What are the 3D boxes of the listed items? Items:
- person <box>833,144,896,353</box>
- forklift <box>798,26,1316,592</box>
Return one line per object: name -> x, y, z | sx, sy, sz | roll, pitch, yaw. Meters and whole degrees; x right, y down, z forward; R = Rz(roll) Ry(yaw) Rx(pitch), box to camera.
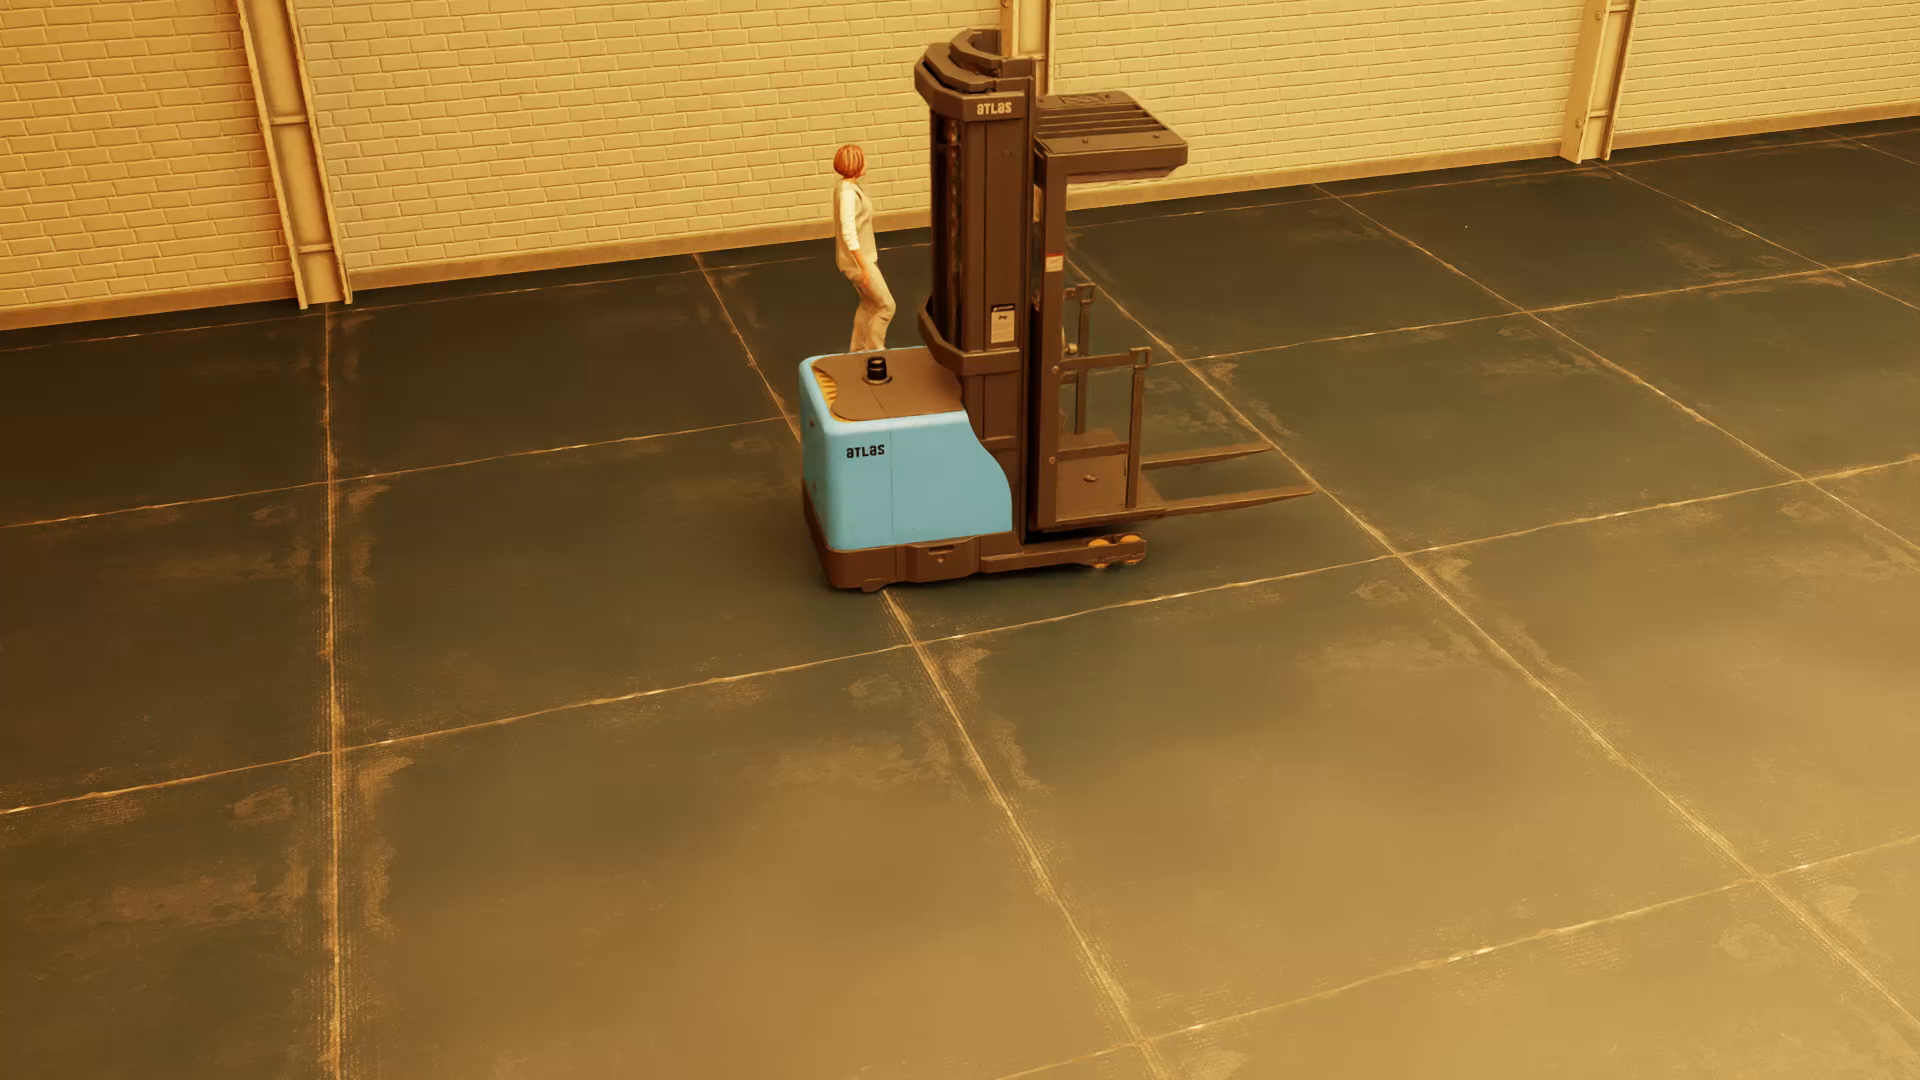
person -> -0.629, -1.885, 11.222 | 0.426, 1.585, 0.517 | -4, 30, -7
forklift -> 0.614, -1.356, 9.443 | 3.031, 2.935, 1.130 | -7, 31, -12
